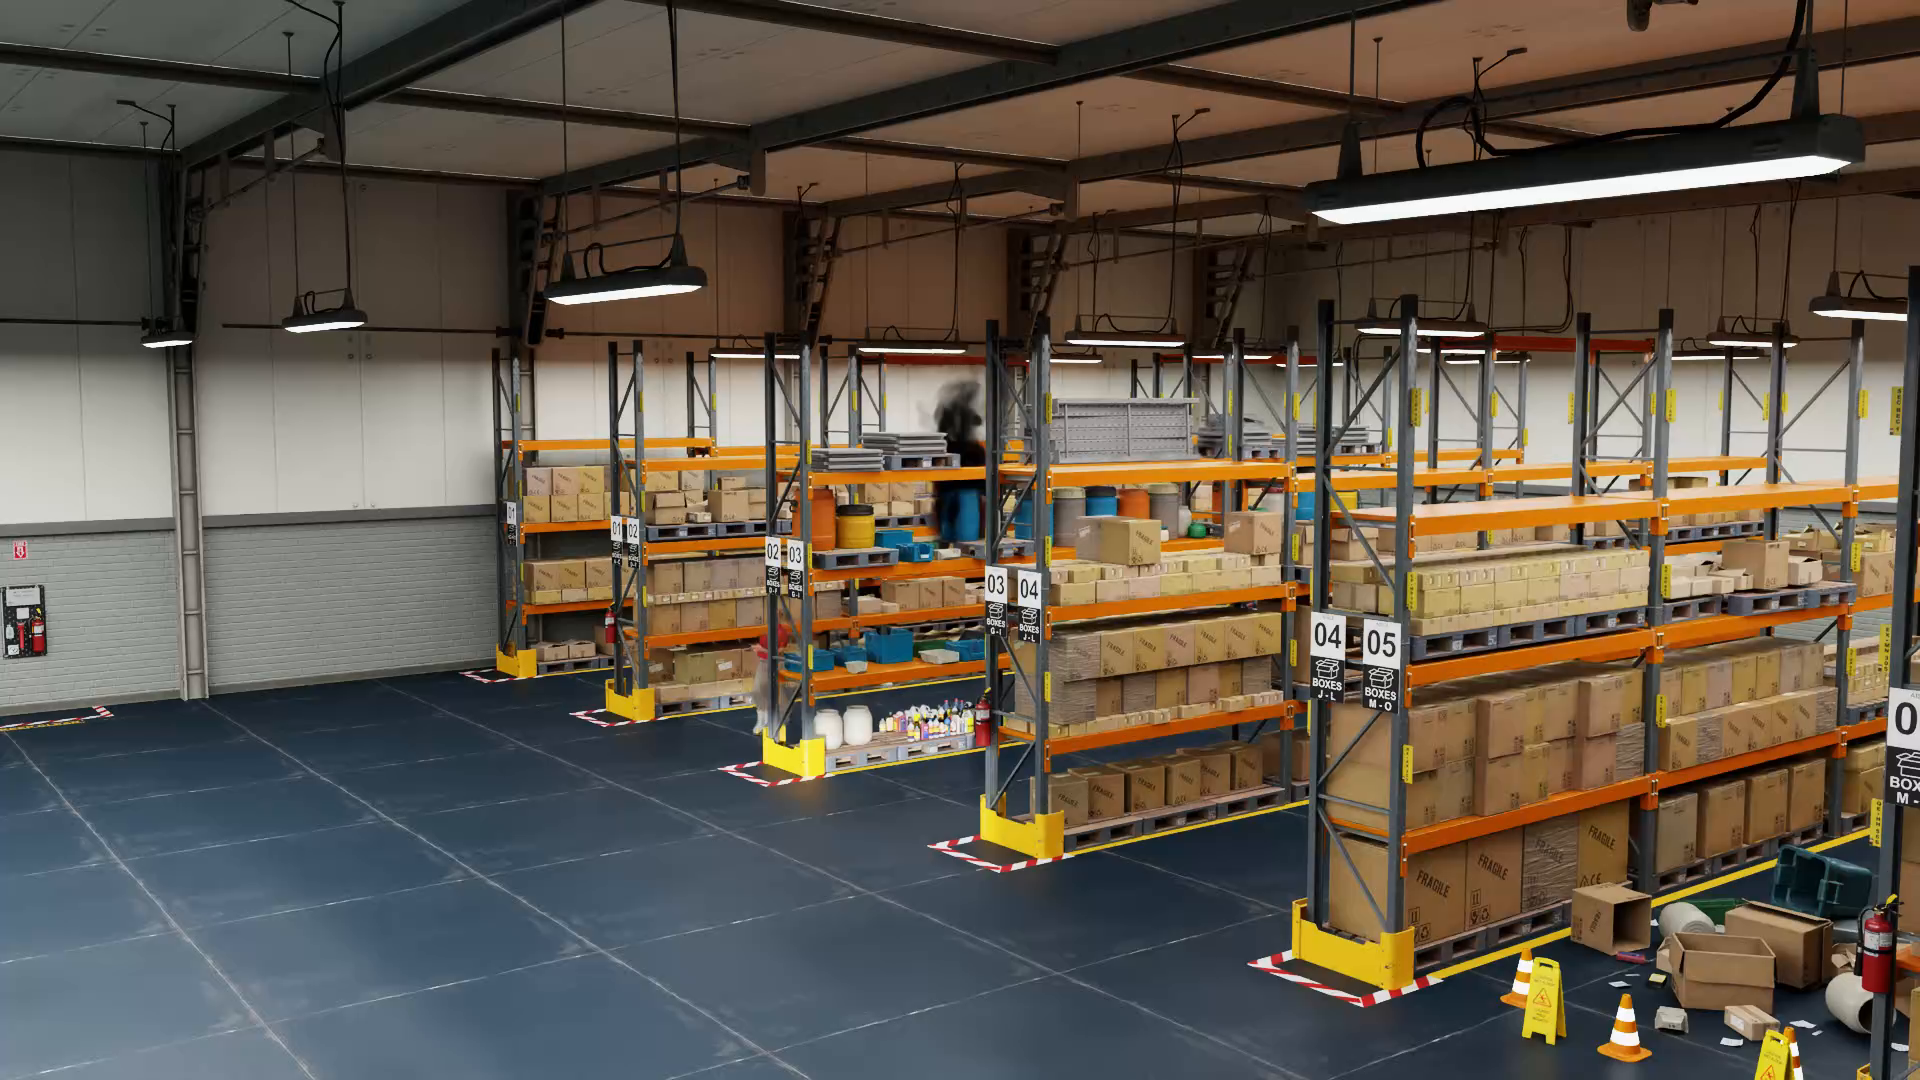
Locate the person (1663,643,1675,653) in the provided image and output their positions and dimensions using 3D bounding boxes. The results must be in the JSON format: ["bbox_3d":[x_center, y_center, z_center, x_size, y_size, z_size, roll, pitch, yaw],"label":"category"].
[{"bbox_3d":[10.181,2.241,24.005,0.627,1.655,0.729,-3,6,-31],"label":"person"}]

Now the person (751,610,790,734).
[{"bbox_3d":[-2.775,1.922,24.304,0.642,1.830,0.629,-5,7,-43],"label":"person"}]
